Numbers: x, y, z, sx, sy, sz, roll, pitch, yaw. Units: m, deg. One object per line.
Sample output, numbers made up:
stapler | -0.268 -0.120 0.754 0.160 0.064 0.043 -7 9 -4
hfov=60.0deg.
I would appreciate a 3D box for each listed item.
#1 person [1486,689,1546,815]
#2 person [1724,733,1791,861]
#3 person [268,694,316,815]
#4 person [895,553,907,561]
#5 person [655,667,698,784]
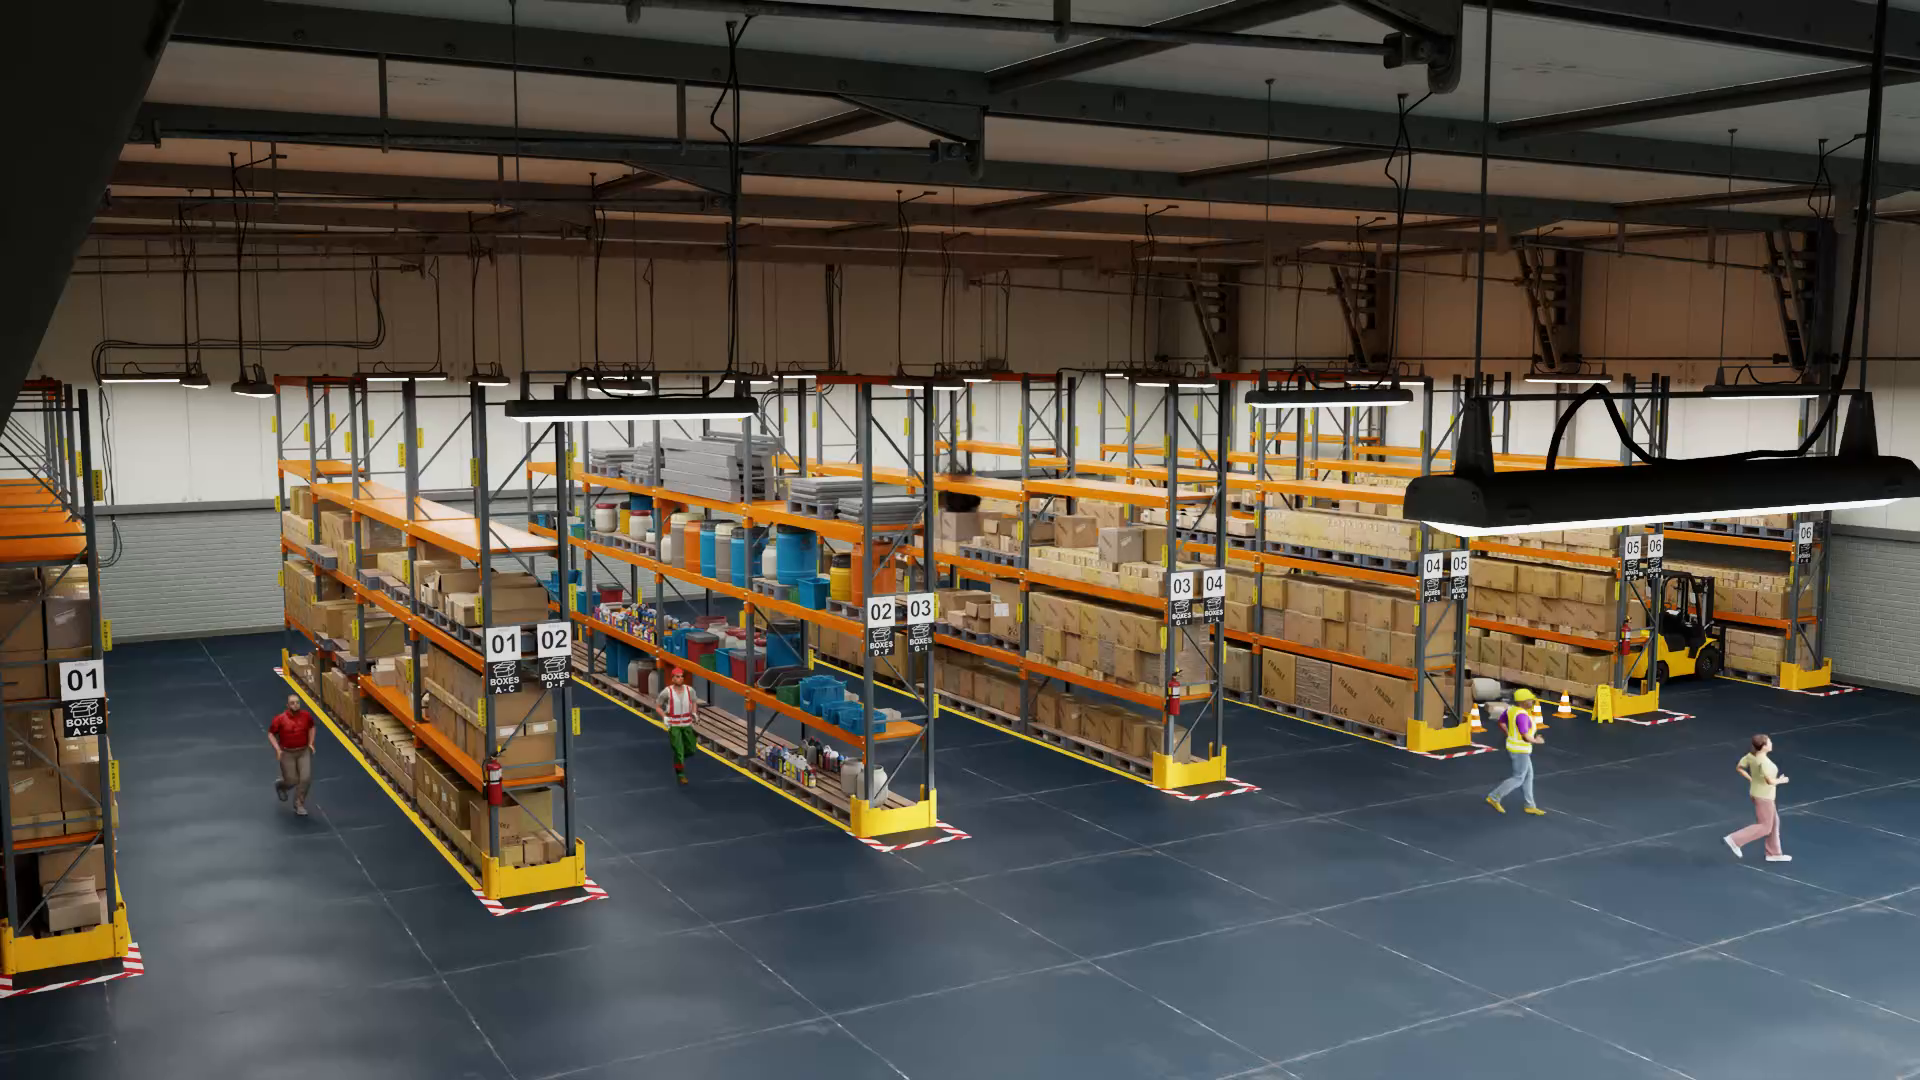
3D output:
person | 7.717 2.936 23.010 0.865 1.782 0.724 0 6 3
person | 10.024 3.231 20.850 0.877 1.641 0.589 0 6 1
person | -9.313 2.969 23.216 0.650 1.680 0.652 -5 8 -40
person | -1.493 0.961 41.206 0.735 1.733 0.515 6 9 43
person | -4.193 2.728 24.778 0.643 1.687 0.564 -3 7 -29
